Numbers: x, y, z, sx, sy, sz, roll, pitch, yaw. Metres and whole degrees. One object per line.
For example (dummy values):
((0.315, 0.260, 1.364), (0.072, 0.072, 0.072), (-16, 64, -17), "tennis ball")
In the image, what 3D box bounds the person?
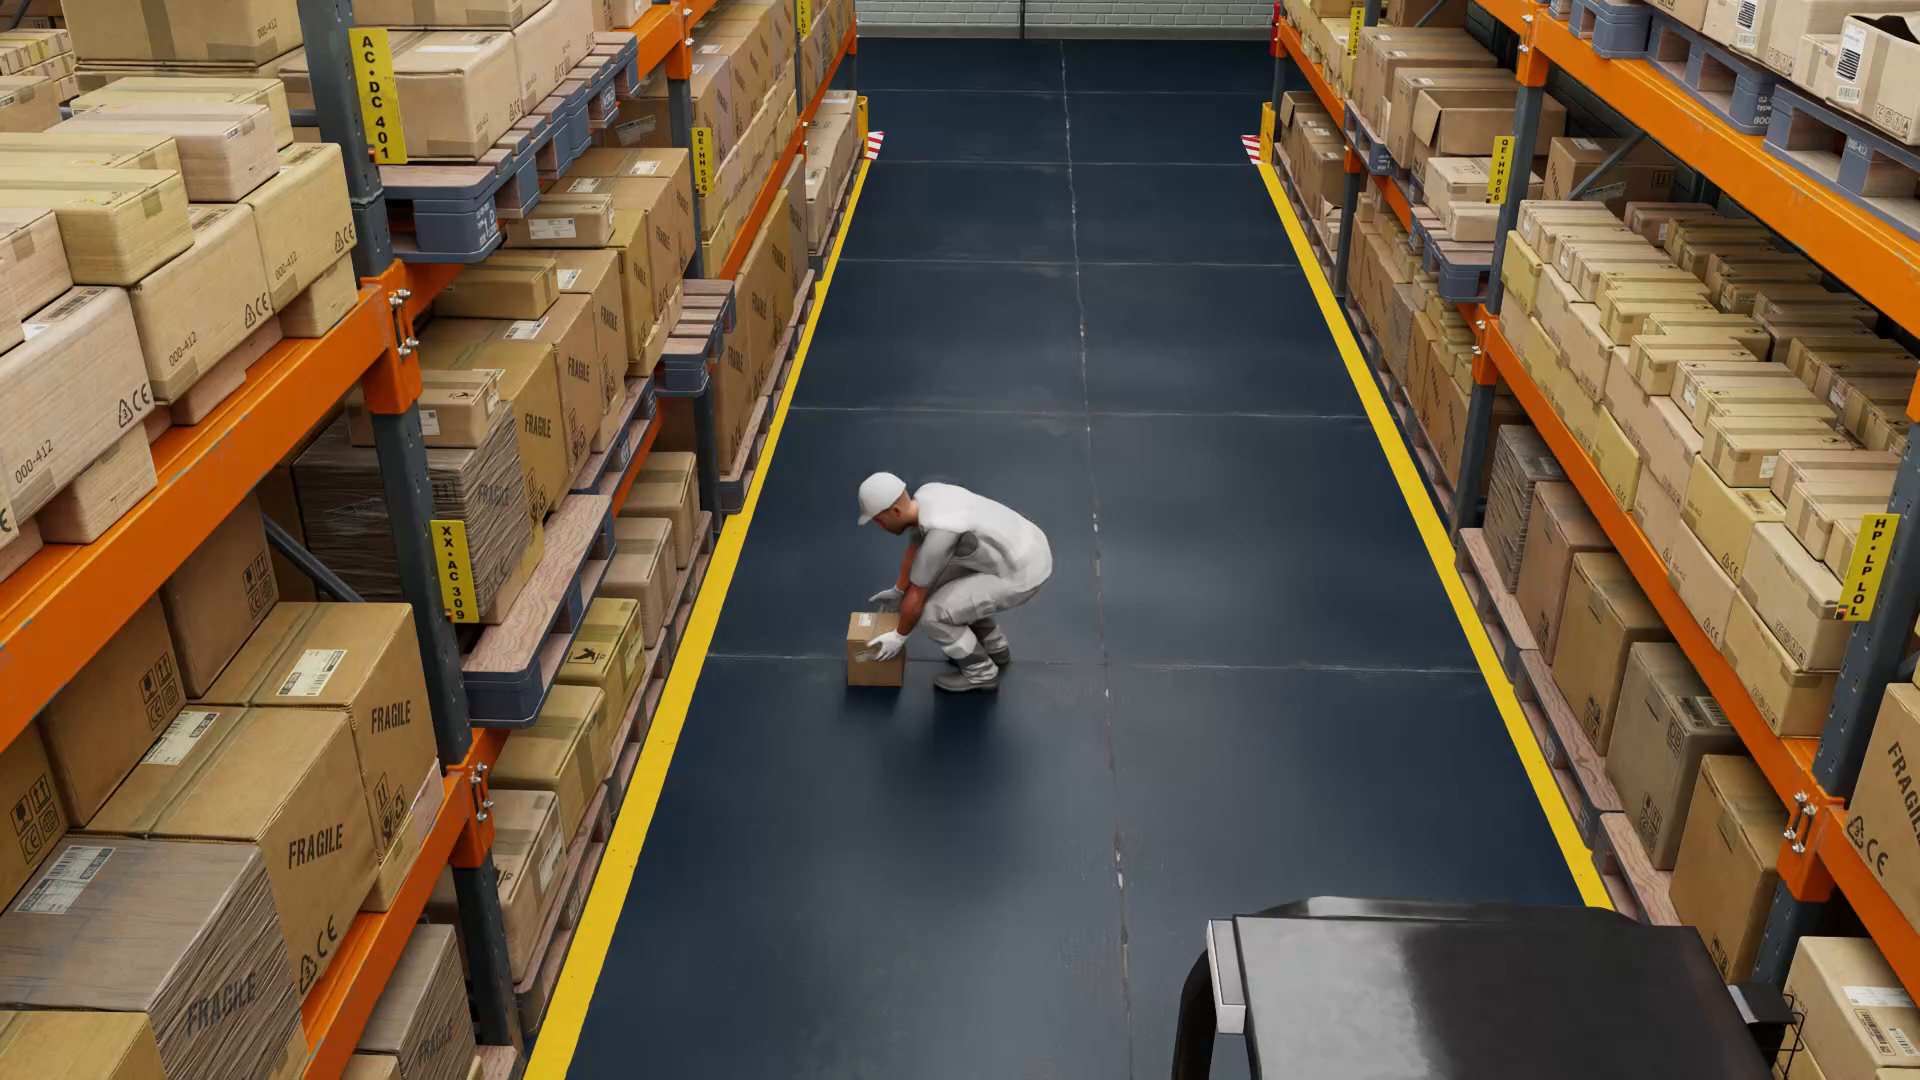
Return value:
((-0.017, 0.175, 7.545), (0.870, 1.065, 0.577), (1, 28, 2), "person")
